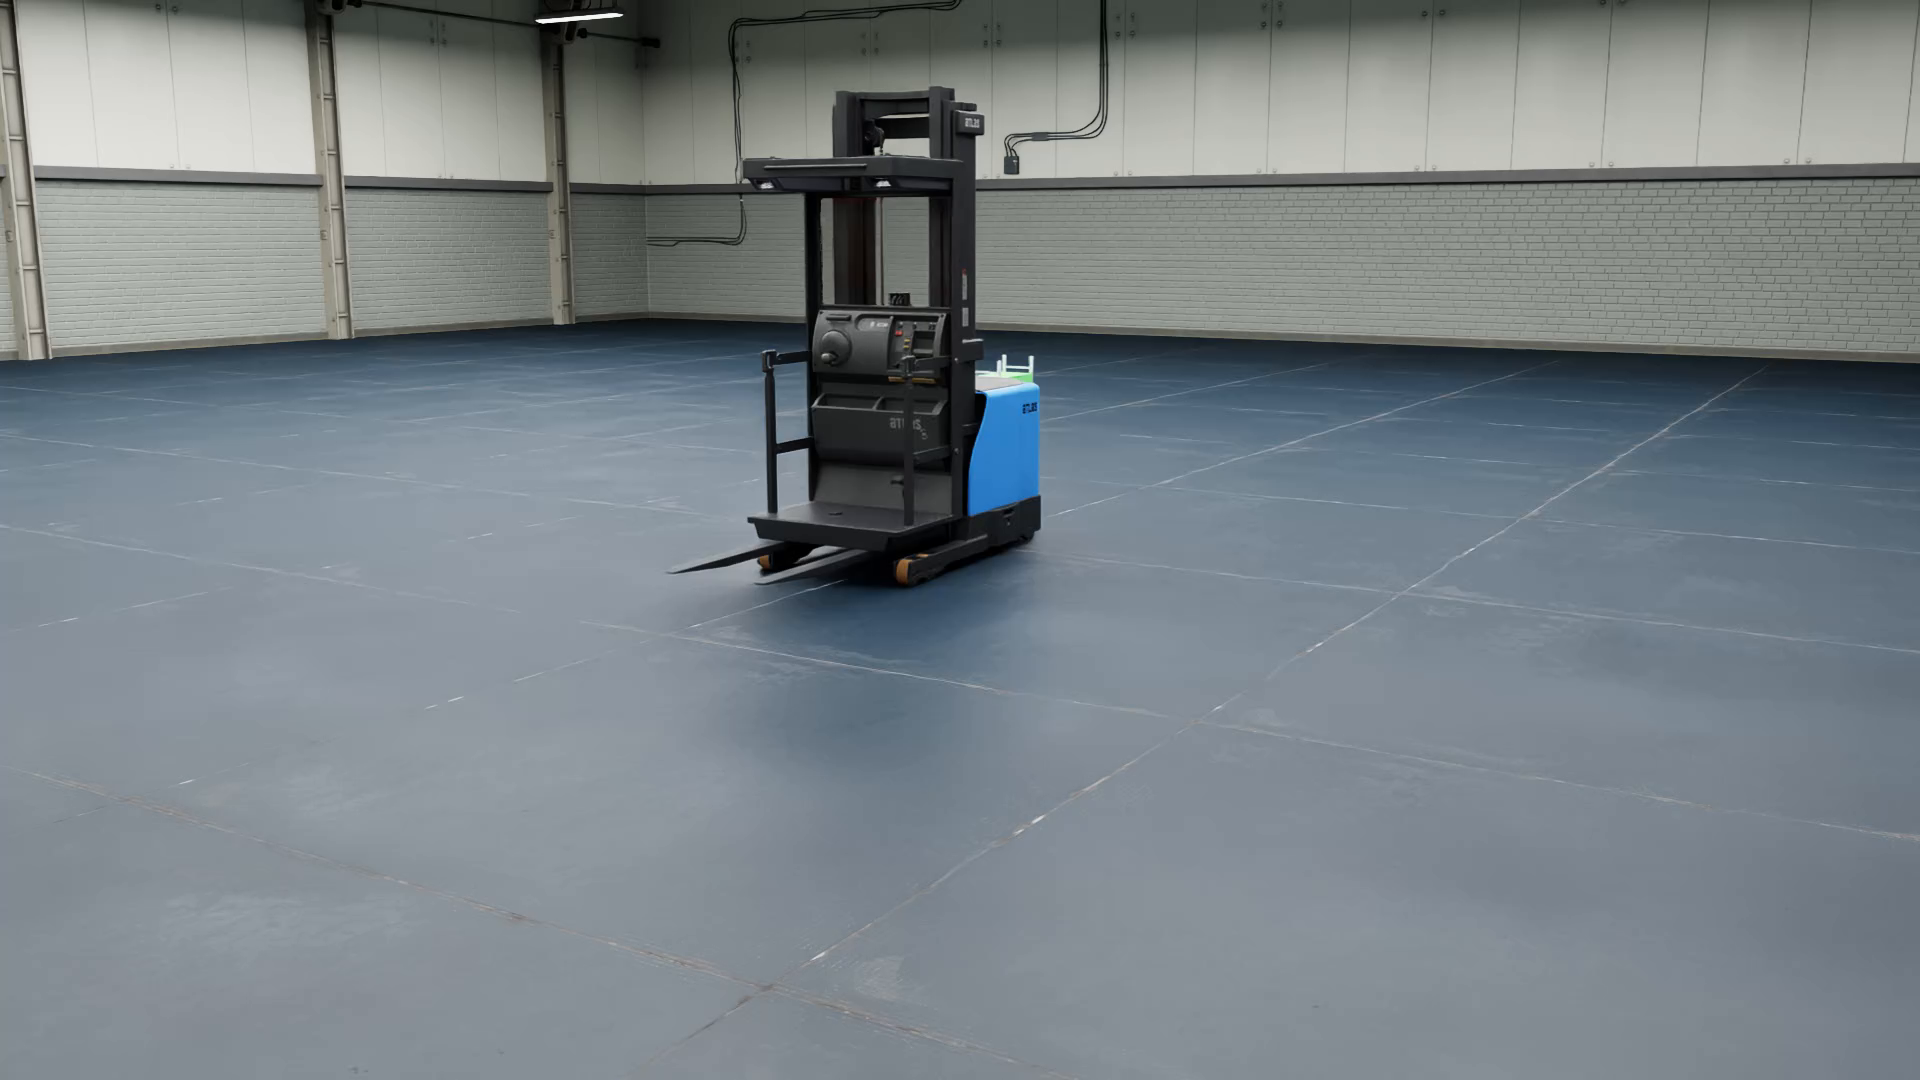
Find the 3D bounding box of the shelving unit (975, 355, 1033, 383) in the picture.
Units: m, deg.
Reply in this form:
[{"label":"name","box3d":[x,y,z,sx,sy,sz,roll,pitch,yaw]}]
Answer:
[{"label":"shelving unit","box3d":[0.294,-0.691,11.800,0.258,1.200,0.503,6,12,29]}]

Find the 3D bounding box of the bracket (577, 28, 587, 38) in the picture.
[{"label":"bracket","box3d":[-8.344,-11.064,36.234,0.235,0.232,0.430,6,12,31]}]

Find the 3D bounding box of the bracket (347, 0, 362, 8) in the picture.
[{"label":"bracket","box3d":[-11.459,-10.121,31.193,0.235,0.232,0.430,6,12,31]}]

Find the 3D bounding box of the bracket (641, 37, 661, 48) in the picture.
[{"label":"bracket","box3d":[-7.114,-11.437,38.225,0.235,0.232,0.430,6,12,31]}]

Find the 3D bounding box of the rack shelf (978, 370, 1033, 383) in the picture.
[{"label":"rack shelf","box3d":[0.294,-1.100,11.724,0.258,0.148,0.480,6,12,29]}]

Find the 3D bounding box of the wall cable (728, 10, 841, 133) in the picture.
[{"label":"wall cable","box3d":[-3.891,-10.299,36.638,3.097,2.526,0.112,6,12,31]}]

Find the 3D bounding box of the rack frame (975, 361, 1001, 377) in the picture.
[{"label":"rack frame","box3d":[0.175,-0.652,11.591,0.240,1.200,0.015,6,12,29]}]

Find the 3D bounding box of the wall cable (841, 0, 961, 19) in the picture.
[{"label":"wall cable","box3d":[-1.246,-12.239,34.640,3.097,2.526,0.112,6,12,31]}]

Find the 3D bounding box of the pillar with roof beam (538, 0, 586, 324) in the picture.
[{"label":"pillar with roof beam","box3d":[-5.184,-8.853,34.201,9.100,9.000,0.548,6,12,31]}]

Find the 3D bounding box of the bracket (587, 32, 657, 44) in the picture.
[{"label":"bracket","box3d":[-7.420,-11.344,37.728,0.076,0.066,3.189,6,12,31]}]

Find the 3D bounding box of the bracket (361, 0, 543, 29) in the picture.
[{"label":"bracket","box3d":[-10.113,-10.529,33.372,0.076,0.066,4.783,6,12,31]}]

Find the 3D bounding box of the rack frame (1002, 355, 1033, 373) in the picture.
[{"label":"rack frame","box3d":[0.413,-0.730,12.009,0.240,1.200,0.015,6,12,29]}]

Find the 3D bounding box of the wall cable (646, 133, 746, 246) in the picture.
[{"label":"wall cable","box3d":[-6.203,-8.075,38.483,3.097,2.526,0.112,6,12,31]}]

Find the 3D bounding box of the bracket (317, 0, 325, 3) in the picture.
[{"label":"bracket","box3d":[-11.890,-9.990,30.496,0.235,0.232,0.430,6,12,31]}]

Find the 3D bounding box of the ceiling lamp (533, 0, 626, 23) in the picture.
[{"label":"ceiling lamp","box3d":[-6.810,-11.072,30.190,2.000,3.185,0.800,6,12,31]}]

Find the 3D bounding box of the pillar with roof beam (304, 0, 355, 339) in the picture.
[{"label":"pillar with roof beam","box3d":[-8.299,-7.909,29.160,9.100,9.000,0.548,6,12,31]}]

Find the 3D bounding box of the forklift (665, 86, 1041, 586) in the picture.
[{"label":"forklift","box3d":[-0.606,-1.259,10.131,1.130,2.935,3.031,6,12,29]}]

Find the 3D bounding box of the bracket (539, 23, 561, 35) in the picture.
[{"label":"bracket","box3d":[-8.775,-10.934,35.536,0.235,0.232,0.430,6,12,31]}]

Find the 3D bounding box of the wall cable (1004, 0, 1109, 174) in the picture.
[{"label":"wall cable","box3d":[1.902,-10.363,33.027,2.305,6.003,0.169,6,12,31]}]

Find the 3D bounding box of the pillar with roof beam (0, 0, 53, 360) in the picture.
[{"label":"pillar with roof beam","box3d":[-11.414,-6.965,24.120,9.100,9.000,0.400,6,12,31]}]
